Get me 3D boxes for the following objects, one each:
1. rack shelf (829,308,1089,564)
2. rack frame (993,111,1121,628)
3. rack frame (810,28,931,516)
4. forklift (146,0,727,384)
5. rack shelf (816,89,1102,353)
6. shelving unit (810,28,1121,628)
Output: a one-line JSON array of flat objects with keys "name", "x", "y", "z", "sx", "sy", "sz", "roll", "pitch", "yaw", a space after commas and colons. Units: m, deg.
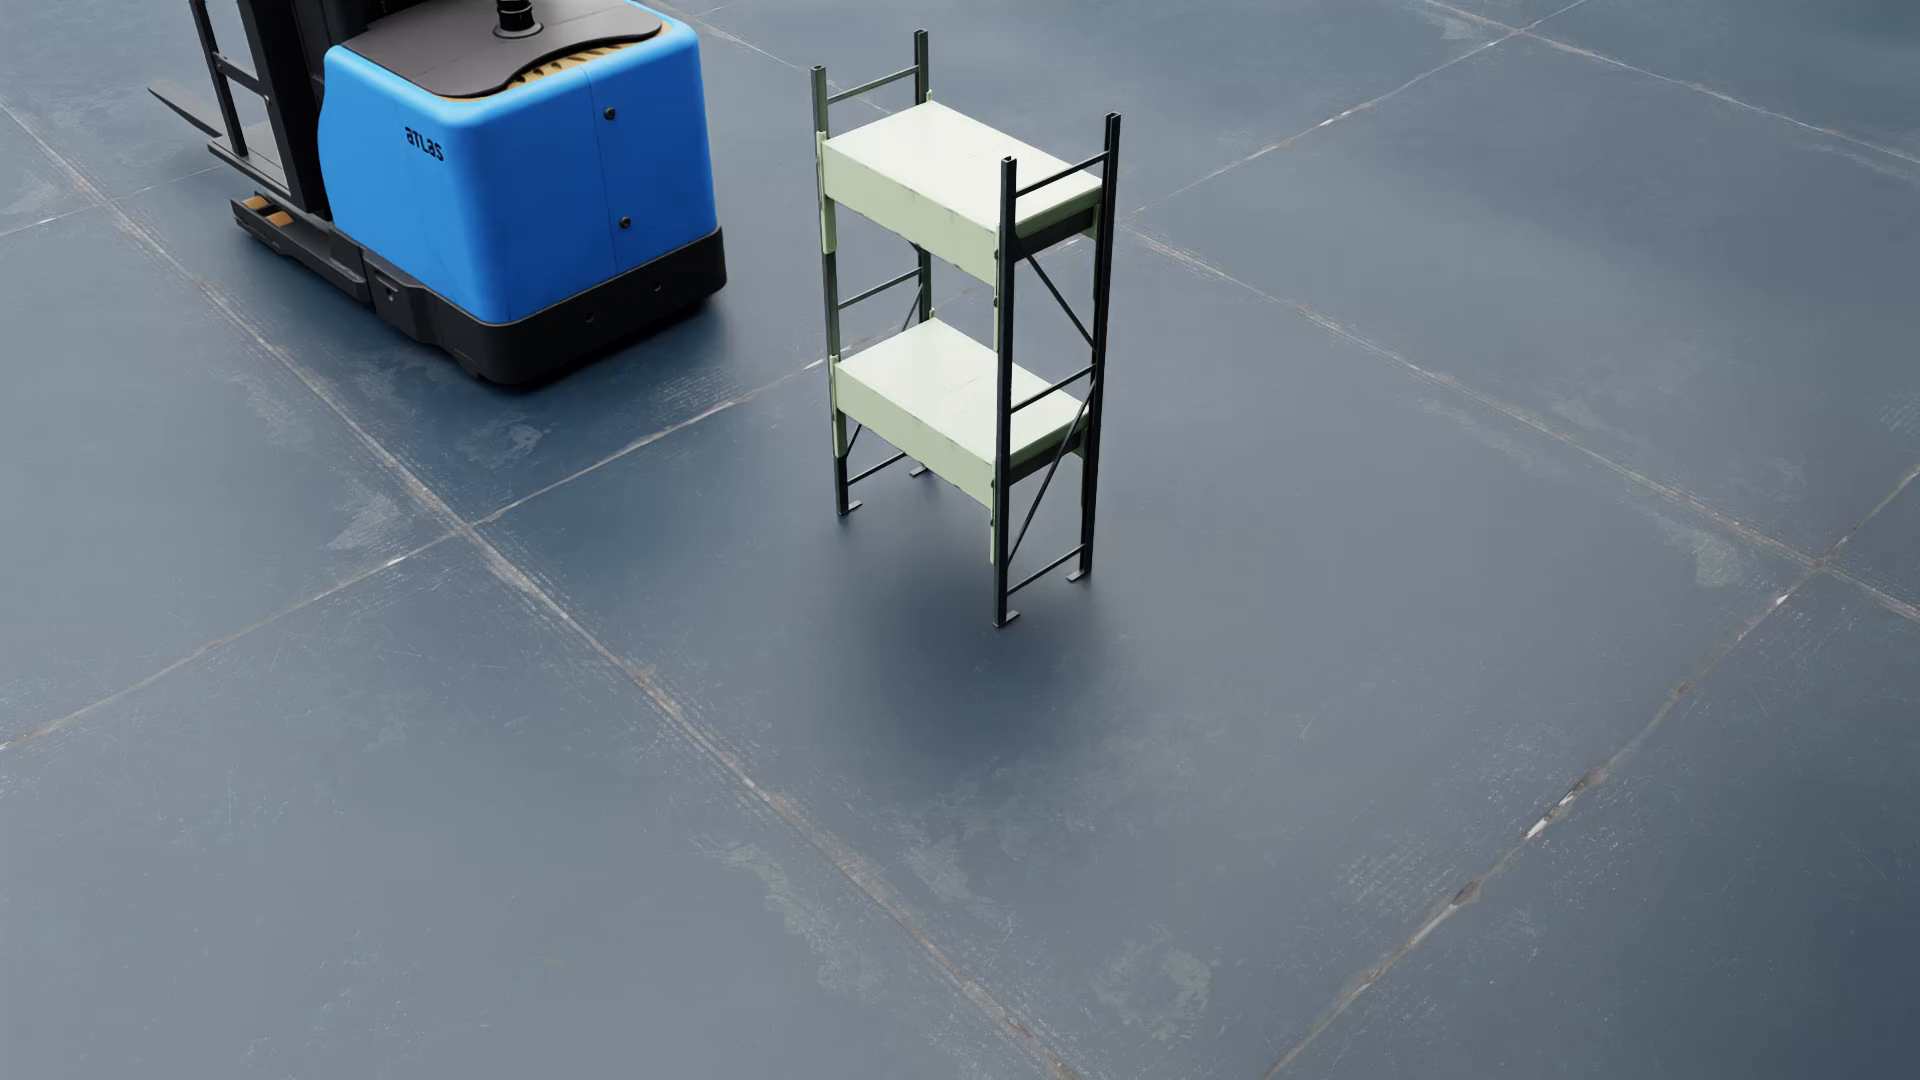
[{"name": "rack shelf", "x": 0.005, "y": -0.327, "z": 4.980, "sx": 0.431, "sy": 0.370, "sz": 0.720, "roll": -30, "pitch": 48, "yaw": -32}, {"name": "rack frame", "x": 0.252, "y": -0.411, "z": 4.565, "sx": 0.400, "sy": 1.500, "sz": 0.023, "roll": -30, "pitch": 48, "yaw": -32}, {"name": "rack frame", "x": -0.243, "y": -0.750, "z": 4.985, "sx": 0.400, "sy": 1.500, "sz": 0.023, "roll": -30, "pitch": 48, "yaw": -32}, {"name": "forklift", "x": -2.304, "y": -2.495, "z": 6.006, "sx": 3.031, "sy": 2.935, "sz": 1.130, "roll": 31, "pitch": 48, "yaw": 33}, {"name": "rack shelf", "x": 0.005, "y": -0.884, "z": 4.530, "sx": 0.431, "sy": 0.370, "sz": 0.720, "roll": -30, "pitch": 48, "yaw": -32}, {"name": "shelving unit", "x": 0.005, "y": -0.580, "z": 4.775, "sx": 0.431, "sy": 1.500, "sz": 0.755, "roll": -30, "pitch": 48, "yaw": -32}]
